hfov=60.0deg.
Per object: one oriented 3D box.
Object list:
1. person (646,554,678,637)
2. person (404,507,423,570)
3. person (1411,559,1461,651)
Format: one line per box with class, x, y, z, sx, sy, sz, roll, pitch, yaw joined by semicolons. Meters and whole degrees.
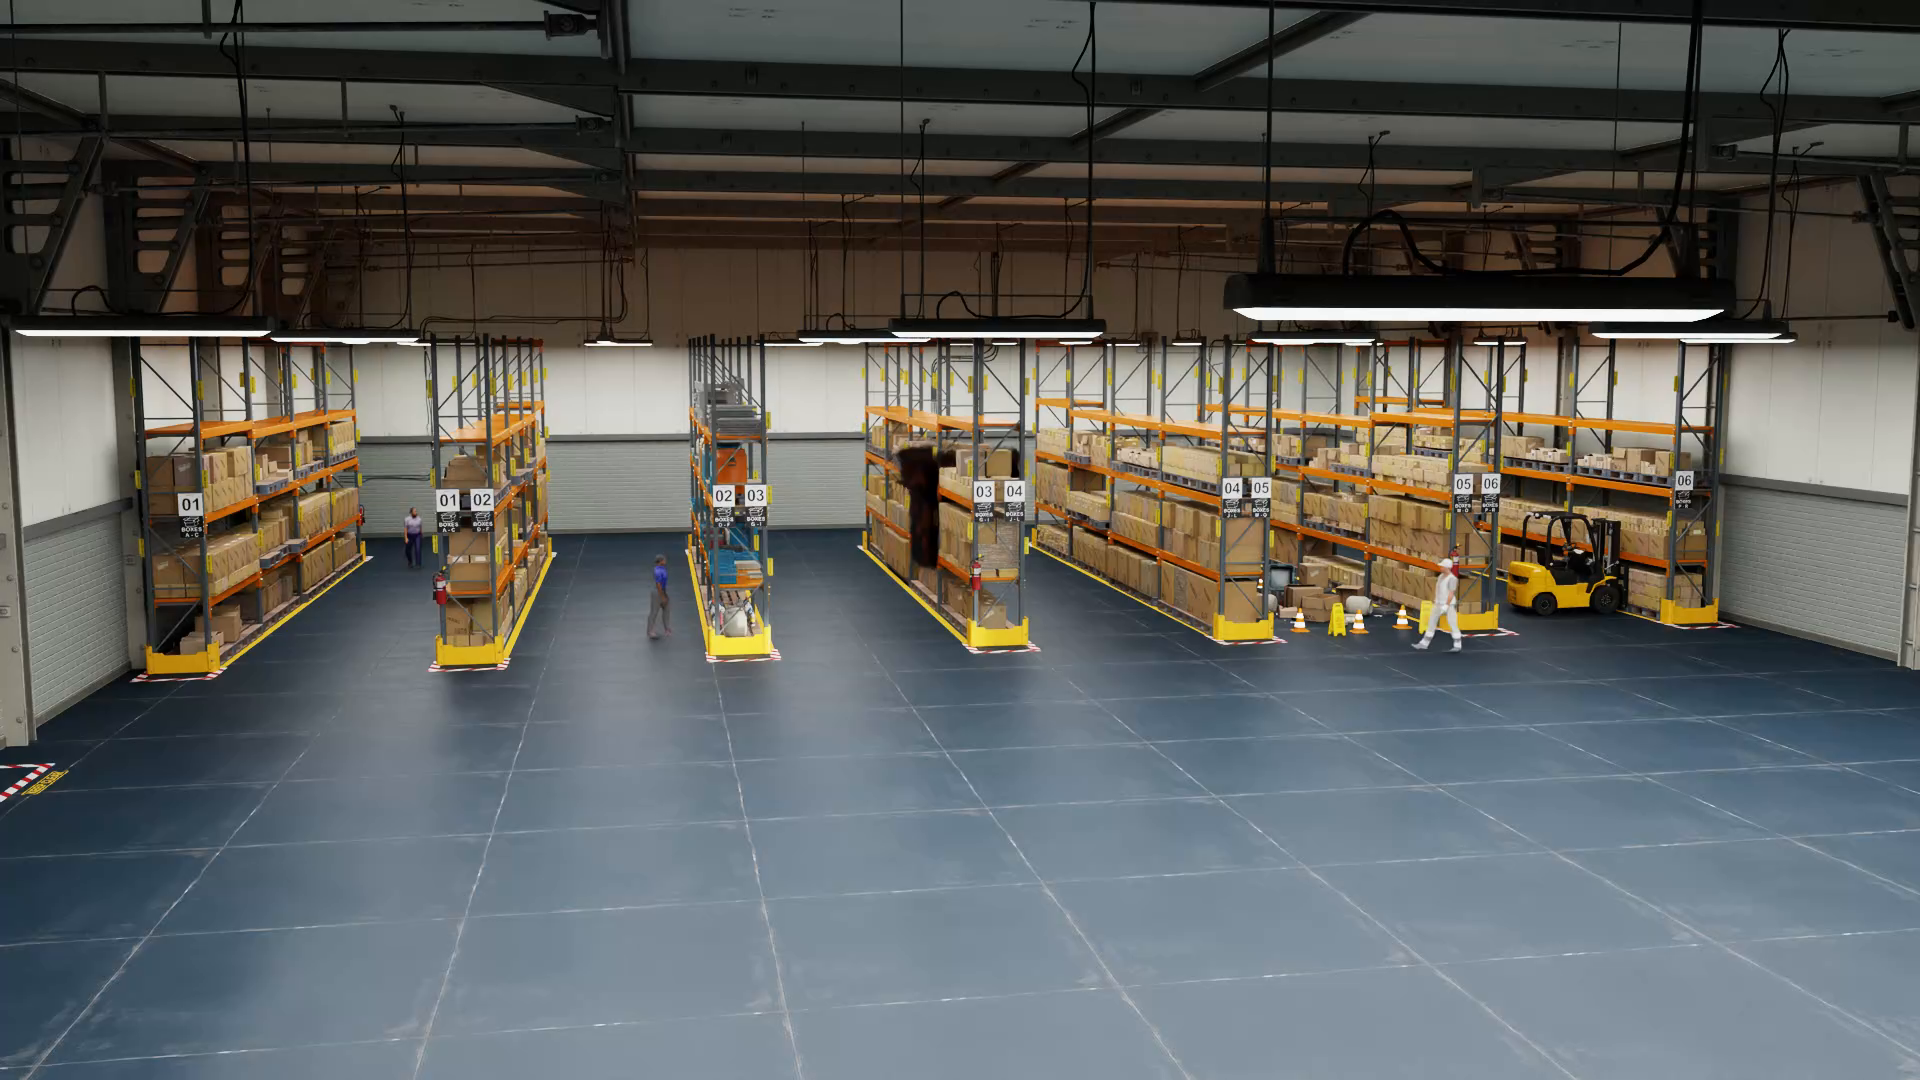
person;-5.985;1.111;33.258;0.516;1.695;0.626;1;7;12
person;-14.240;-0.051;43.370;0.458;1.602;0.665;-1;7;-13
person;9.093;1.232;31.522;0.785;1.763;0.682;-4;8;-30
